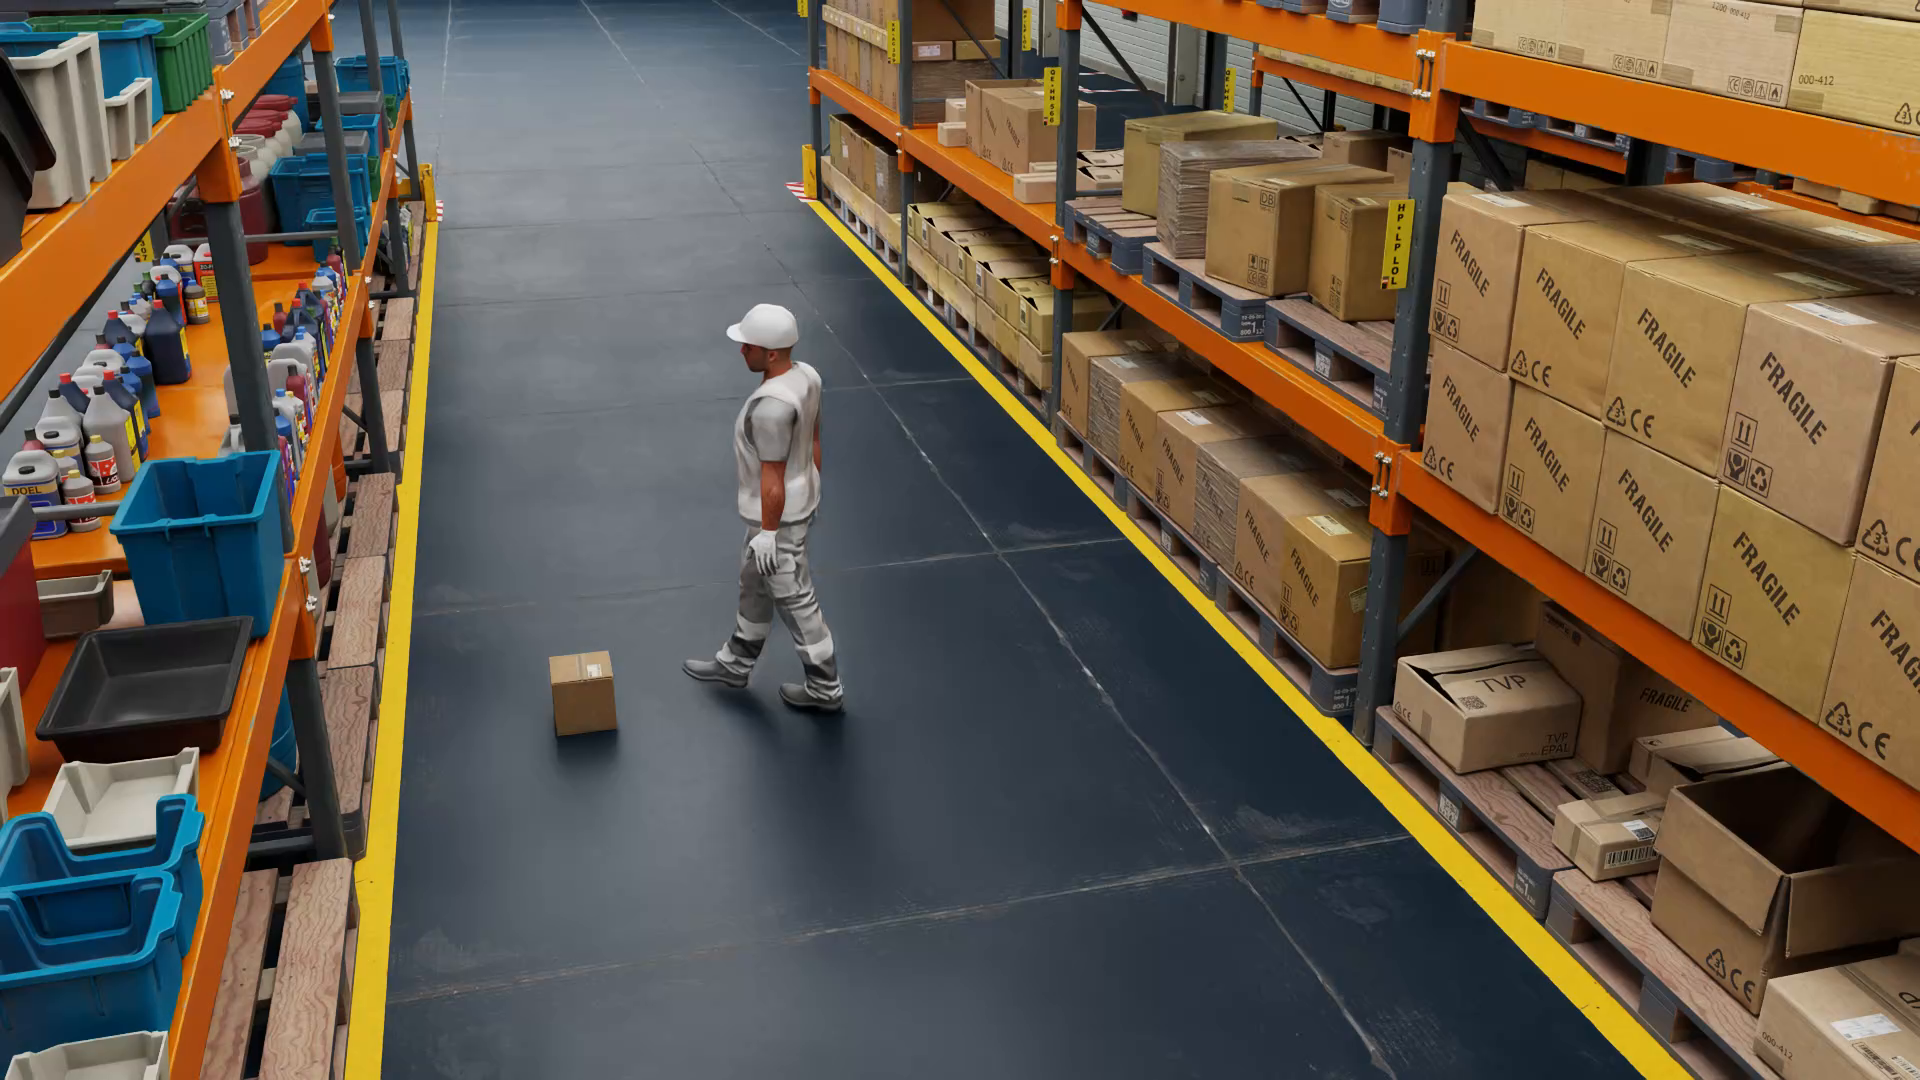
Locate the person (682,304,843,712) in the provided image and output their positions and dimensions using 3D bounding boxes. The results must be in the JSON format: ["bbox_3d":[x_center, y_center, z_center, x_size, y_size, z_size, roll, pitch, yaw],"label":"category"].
[{"bbox_3d":[-0.867,-0.128,6.851,0.758,1.767,0.583,4,23,9],"label":"person"}]
